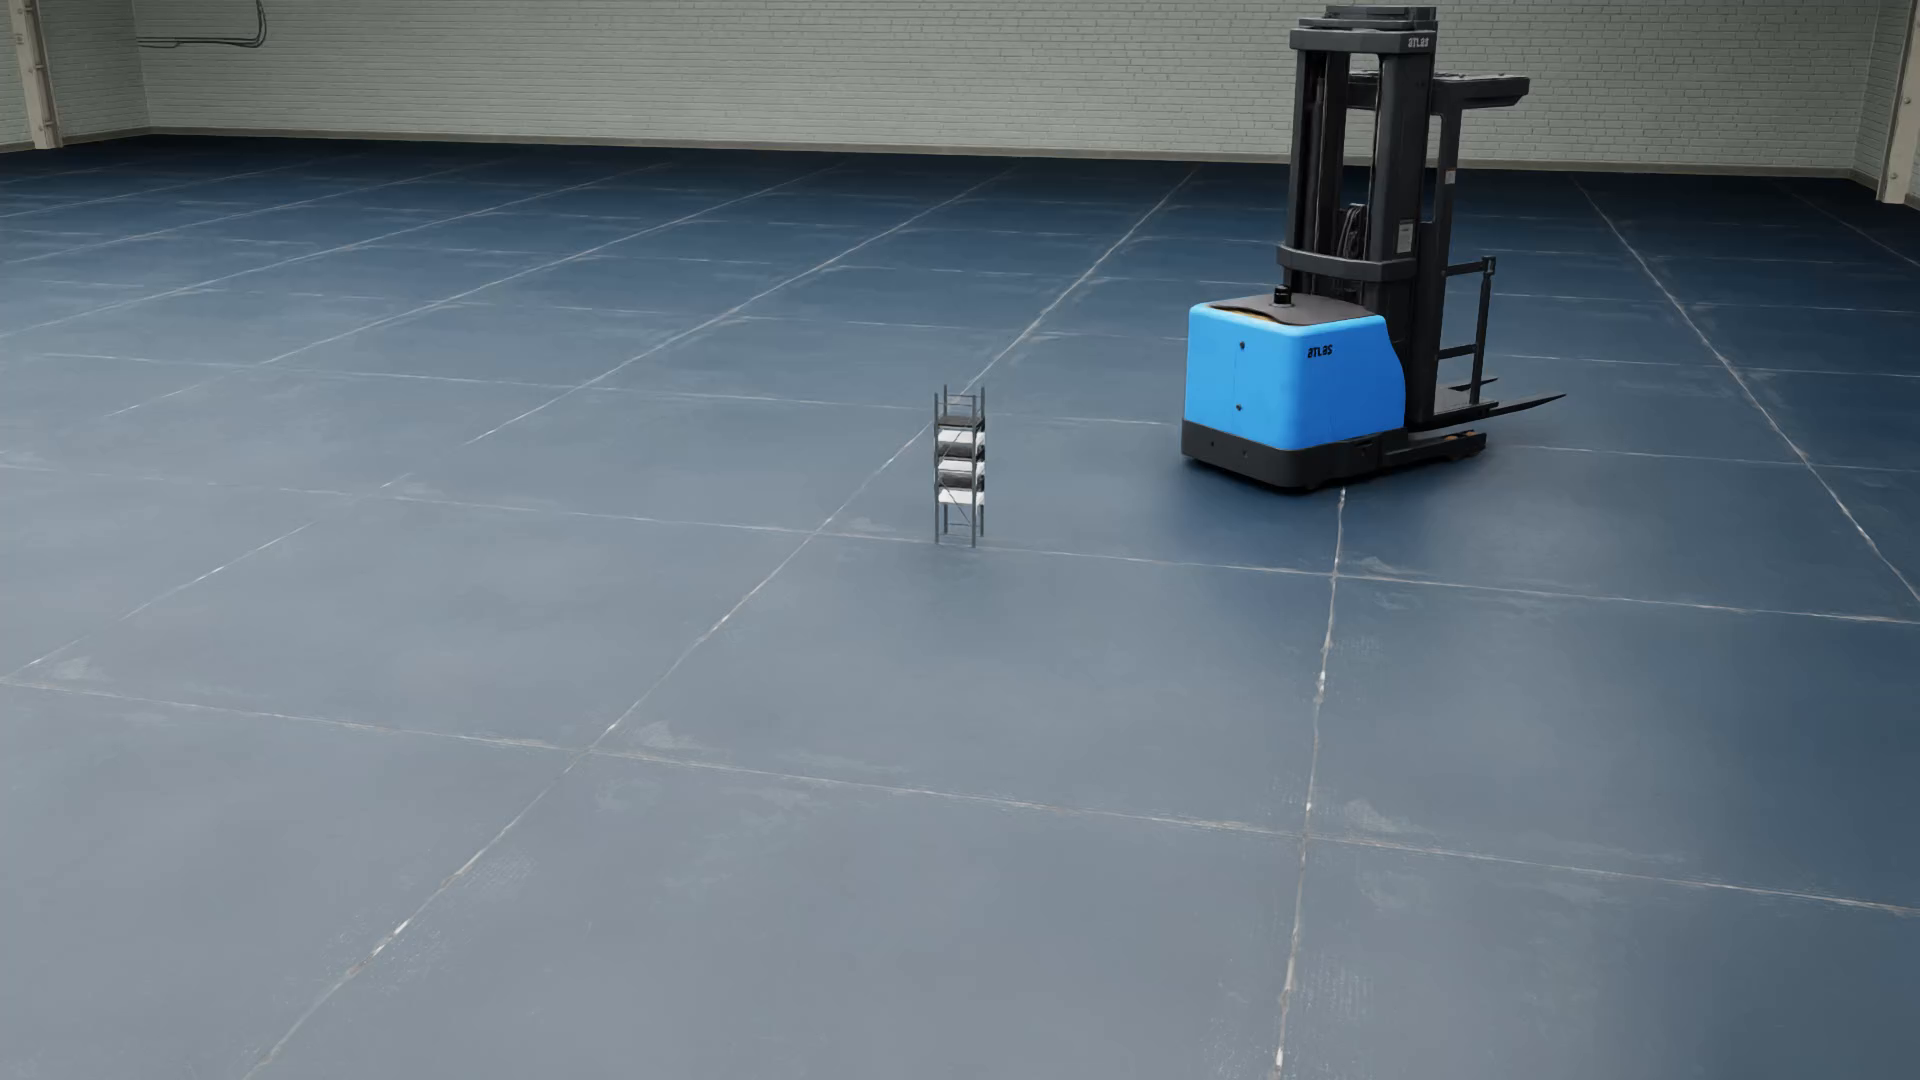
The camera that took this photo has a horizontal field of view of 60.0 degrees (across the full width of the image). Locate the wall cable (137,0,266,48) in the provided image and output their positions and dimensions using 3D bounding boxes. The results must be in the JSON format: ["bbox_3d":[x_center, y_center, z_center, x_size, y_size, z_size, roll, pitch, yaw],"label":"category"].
[{"bbox_3d":[-15.124,-10.975,32.700,3.097,2.526,0.112,5,19,13],"label":"wall cable"}]

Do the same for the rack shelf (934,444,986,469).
[{"bbox_3d":[-0.002,-0.477,9.516,0.258,0.077,0.200,5,19,13],"label":"rack shelf"}]

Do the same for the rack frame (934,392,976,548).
[{"bbox_3d":[-0.027,-0.391,9.441,0.240,0.900,0.006,5,19,13],"label":"rack frame"}]

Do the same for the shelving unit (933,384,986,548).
[{"bbox_3d":[-0.002,-0.423,9.535,0.258,0.900,0.210,5,19,13],"label":"shelving unit"}]

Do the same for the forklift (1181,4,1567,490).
[{"bbox_3d":[2.988,-2.053,11.165,3.031,2.935,1.130,-13,23,-33],"label":"forklift"}]

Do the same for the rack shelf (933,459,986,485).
[{"bbox_3d":[-0.002,-0.392,9.545,0.258,0.077,0.200,5,19,13],"label":"rack shelf"}]

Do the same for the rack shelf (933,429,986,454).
[{"bbox_3d":[-0.002,-0.562,9.487,0.258,0.077,0.200,5,19,13],"label":"rack shelf"}]

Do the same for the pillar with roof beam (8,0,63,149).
[{"bbox_3d":[-12.952,-11.285,28.805,9.100,9.000,0.400,5,19,13],"label":"pillar with roof beam"}]

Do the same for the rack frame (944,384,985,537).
[{"bbox_3d":[0.023,-0.455,9.628,0.240,0.900,0.006,5,19,13],"label":"rack frame"}]

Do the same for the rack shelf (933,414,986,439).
[{"bbox_3d":[-0.002,-0.647,9.458,0.258,0.077,0.200,5,19,13],"label":"rack shelf"}]

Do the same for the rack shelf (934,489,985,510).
[{"bbox_3d":[-0.002,-0.221,9.604,0.258,0.077,0.200,5,19,13],"label":"rack shelf"}]

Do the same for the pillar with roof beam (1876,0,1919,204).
[{"bbox_3d":[9.244,-9.477,23.513,9.100,9.000,0.400,5,19,13],"label":"pillar with roof beam"}]

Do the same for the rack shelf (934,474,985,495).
[{"bbox_3d":[-0.002,-0.307,9.575,0.258,0.077,0.200,5,19,13],"label":"rack shelf"}]
